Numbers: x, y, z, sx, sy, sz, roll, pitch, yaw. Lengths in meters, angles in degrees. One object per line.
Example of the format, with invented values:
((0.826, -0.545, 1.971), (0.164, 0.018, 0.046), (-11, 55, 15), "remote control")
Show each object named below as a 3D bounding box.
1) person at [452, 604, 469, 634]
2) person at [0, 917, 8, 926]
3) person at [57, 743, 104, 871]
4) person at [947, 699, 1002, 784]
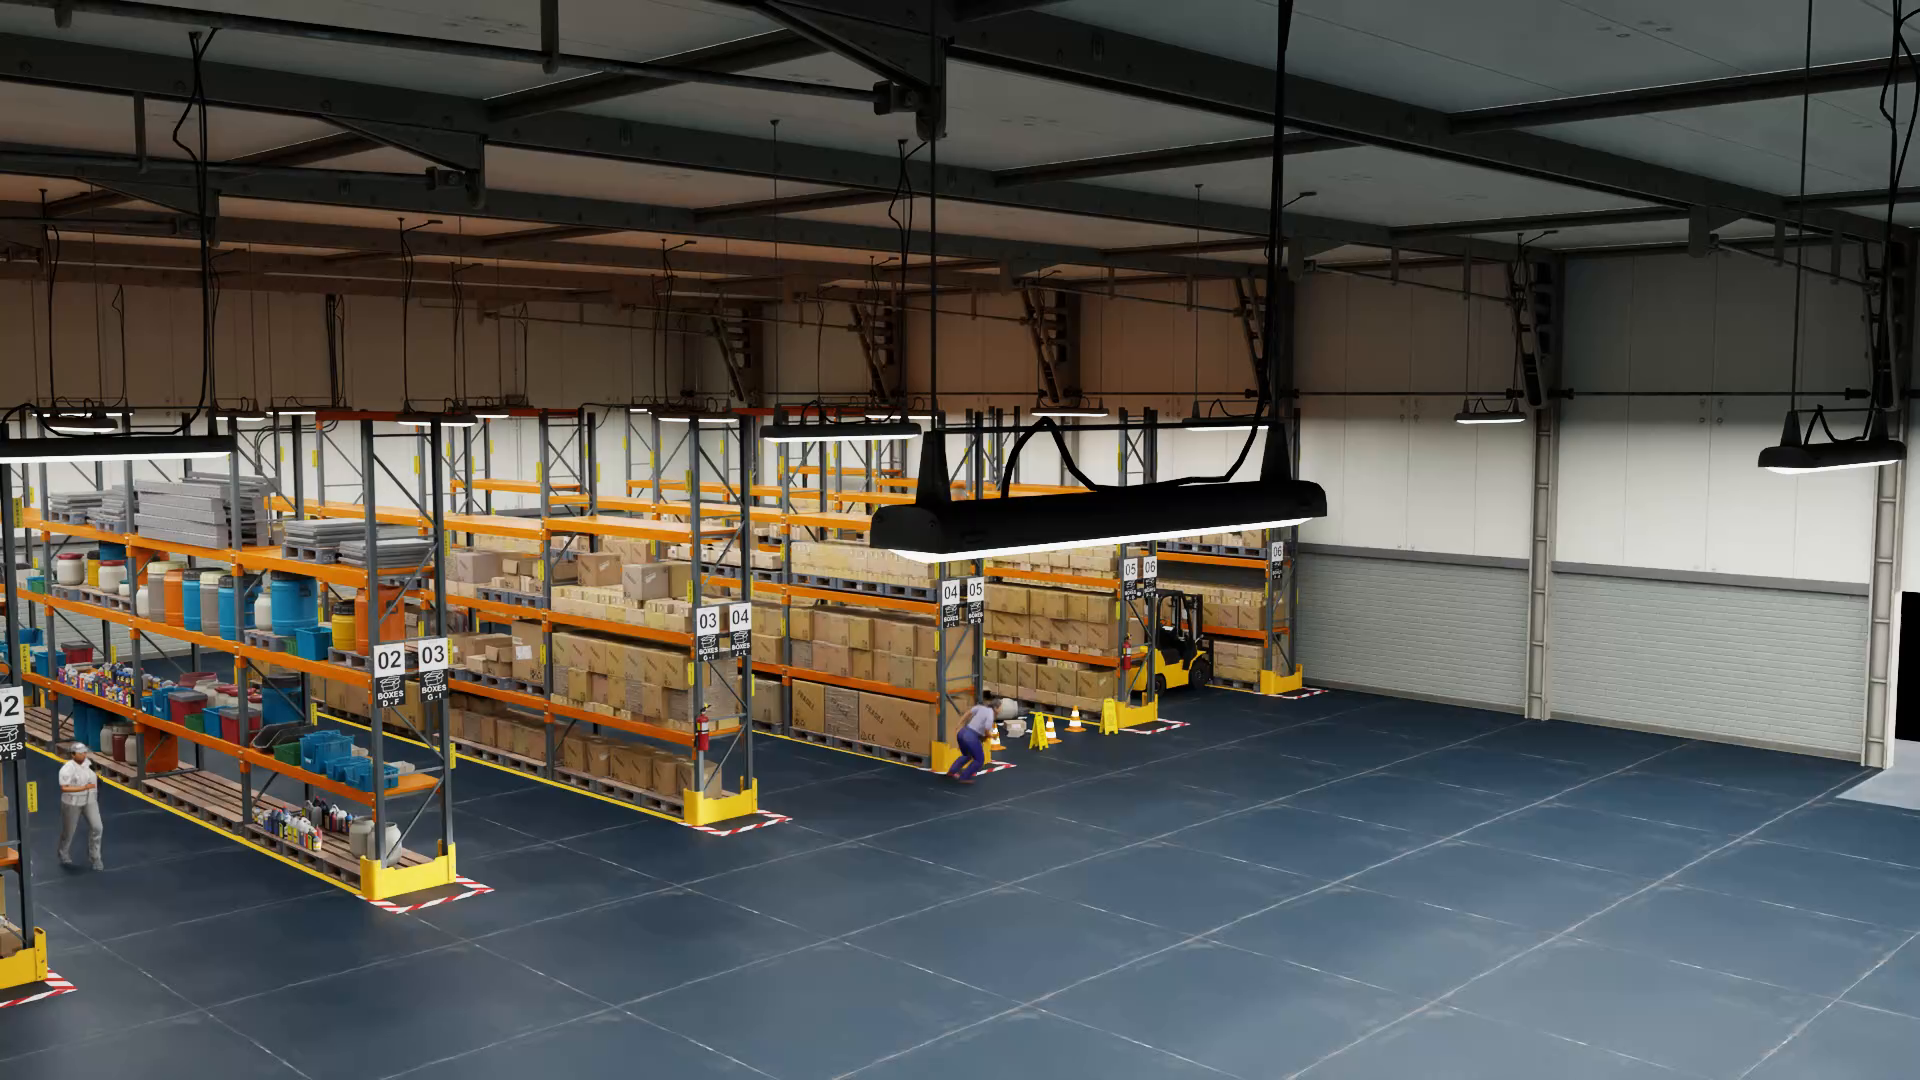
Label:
((-11.048, 2.210, 36.564), (0.716, 1.752, 0.688), (4, 6, 38), "person")
((-9.883, 4.062, 16.519), (0.755, 1.728, 0.634), (-1, 5, -11), "person")
((-11.742, 3.542, 22.136), (0.842, 1.723, 0.550), (3, 6, 34), "person")
((0.232, 3.273, 26.967), (0.857, 1.378, 0.655), (-3, 6, -30), "person")
